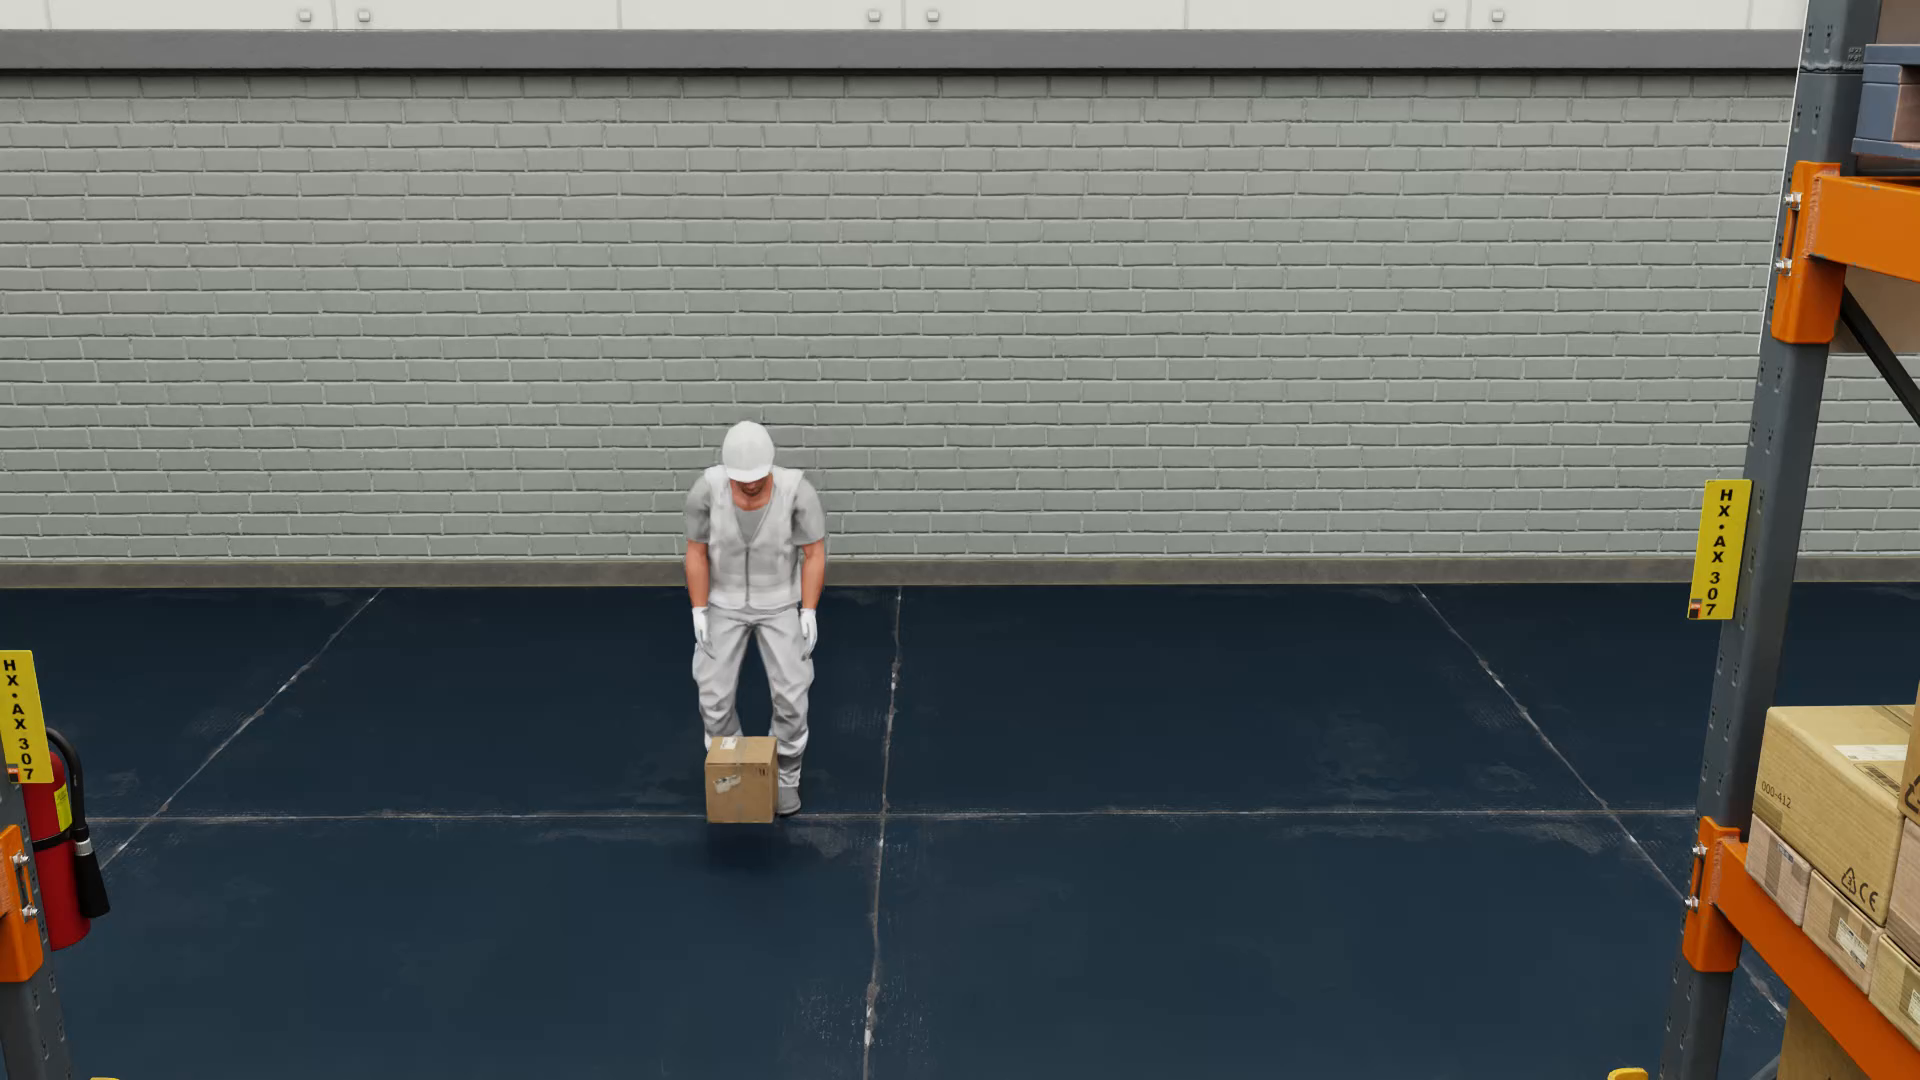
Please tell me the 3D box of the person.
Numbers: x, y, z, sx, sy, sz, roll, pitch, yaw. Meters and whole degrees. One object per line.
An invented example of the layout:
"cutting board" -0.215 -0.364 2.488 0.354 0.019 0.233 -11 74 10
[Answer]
"person" -0.816 0.305 6.715 0.559 1.666 0.558 0 17 0
